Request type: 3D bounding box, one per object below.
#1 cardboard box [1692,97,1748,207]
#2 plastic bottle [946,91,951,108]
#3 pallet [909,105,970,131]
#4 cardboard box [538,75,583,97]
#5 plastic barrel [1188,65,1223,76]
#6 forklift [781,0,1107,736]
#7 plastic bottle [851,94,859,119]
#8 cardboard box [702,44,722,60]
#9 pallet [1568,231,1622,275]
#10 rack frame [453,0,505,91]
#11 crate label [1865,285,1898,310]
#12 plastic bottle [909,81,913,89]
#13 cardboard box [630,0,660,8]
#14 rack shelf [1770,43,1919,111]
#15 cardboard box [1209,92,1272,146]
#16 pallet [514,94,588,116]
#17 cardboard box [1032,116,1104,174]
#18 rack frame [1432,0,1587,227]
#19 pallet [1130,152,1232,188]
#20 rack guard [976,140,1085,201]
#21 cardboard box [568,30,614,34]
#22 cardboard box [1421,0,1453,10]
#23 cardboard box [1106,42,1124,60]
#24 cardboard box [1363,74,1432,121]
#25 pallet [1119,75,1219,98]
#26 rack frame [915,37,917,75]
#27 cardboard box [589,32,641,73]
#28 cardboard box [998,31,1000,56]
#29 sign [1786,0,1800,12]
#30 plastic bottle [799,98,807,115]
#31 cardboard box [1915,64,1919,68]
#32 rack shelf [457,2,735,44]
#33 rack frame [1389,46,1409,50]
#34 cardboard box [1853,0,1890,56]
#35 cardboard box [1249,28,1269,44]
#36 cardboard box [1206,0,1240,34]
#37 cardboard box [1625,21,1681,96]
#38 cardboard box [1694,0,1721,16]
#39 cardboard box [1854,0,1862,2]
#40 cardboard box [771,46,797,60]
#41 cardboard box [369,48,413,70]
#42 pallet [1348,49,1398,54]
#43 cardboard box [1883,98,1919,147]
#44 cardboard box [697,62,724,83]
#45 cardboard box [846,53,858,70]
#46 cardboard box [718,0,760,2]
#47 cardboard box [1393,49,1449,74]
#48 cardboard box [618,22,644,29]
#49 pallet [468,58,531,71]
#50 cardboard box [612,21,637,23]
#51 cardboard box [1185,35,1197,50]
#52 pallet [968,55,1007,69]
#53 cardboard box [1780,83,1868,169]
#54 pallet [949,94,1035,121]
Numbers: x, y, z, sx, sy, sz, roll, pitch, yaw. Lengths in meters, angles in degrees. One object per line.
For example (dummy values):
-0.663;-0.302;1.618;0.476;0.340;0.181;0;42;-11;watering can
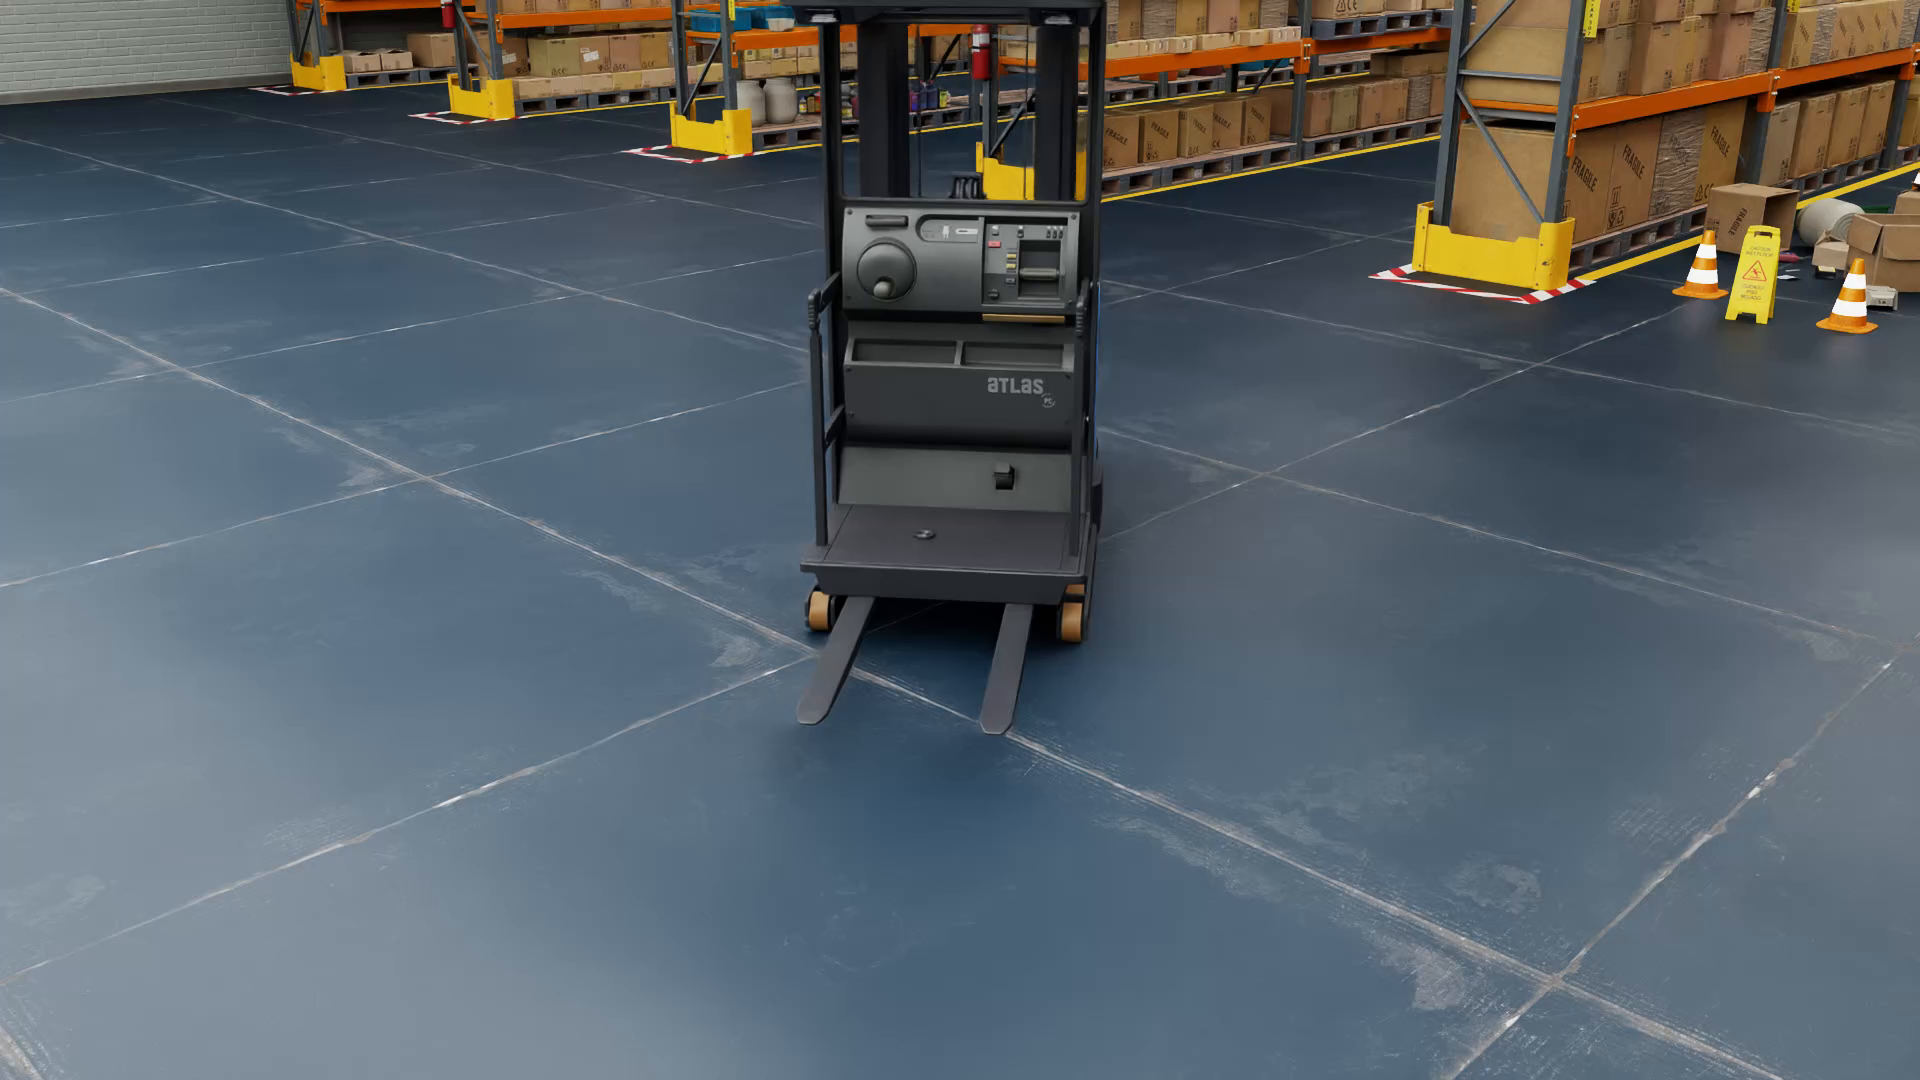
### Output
6.404;-3.536;14.969;0.875;0.875;0.875;-20;28;-41;cardboard box
-0.169;-5.711;21.538;0.097;0.201;0.097;0;21;0;plastic bottle
-0.637;-5.519;21.639;1.003;0.211;1.213;19;28;41;pallet
-5.596;-6.319;23.082;0.500;0.250;0.500;19;28;41;cardboard box
3.768;-7.502;25.687;0.600;0.588;0.708;19;28;41;plastic barrel
-0.021;-1.091;6.328;1.130;2.935;3.031;2;21;6;forklift
-1.270;-5.334;20.443;0.133;0.283;0.061;-20;28;-41;plastic bottle
-3.608;-7.574;25.564;0.500;0.311;0.500;19;28;41;cardboard box
4.604;-2.371;13.449;1.003;0.211;1.213;19;28;41;pallet
-6.476;-7.195;22.114;1.000;3.000;0.127;19;28;41;rack frame
6.567;-1.740;11.910;0.250;0.136;0.298;5;22;13;crate label
-0.675;-5.942;22.044;0.097;0.271;0.097;0;21;0;plastic bottle
-4.707;-7.889;23.780;0.500;0.500;0.700;-20;28;-41;cardboard box
8.288;-4.654;16.505;1.077;0.370;4.000;19;28;41;rack shelf
3.102;-4.680;18.467;0.500;0.500;0.500;18;28;39;cardboard box
-5.972;-6.101;23.153;1.003;0.211;1.213;19;28;41;pallet
1.067;-3.900;16.440;0.500;0.500;0.500;-14;25;-32;cardboard box
4.102;-3.448;12.363;1.000;3.000;0.127;19;28;41;rack frame
2.115;-3.945;17.544;1.003;0.211;1.213;19;28;41;pallet
0.672;-3.568;16.160;1.175;0.500;0.348;19;28;41;rack guard
-5.278;-7.059;23.961;0.500;0.500;0.500;19;28;41;cardboard box
5.534;-6.697;20.092;0.500;0.500;0.700;-15;26;-34;cardboard box
1.362;-4.731;16.053;0.380;0.149;0.250;19;28;41;cardboard box
5.369;-5.487;20.540;0.700;0.500;0.500;16;26;36;cardboard box
3.172;-6.922;25.291;1.003;0.211;1.213;19;28;41;pallet
-0.895;-9.252;27.464;1.000;3.000;0.127;19;28;41;rack frame
-4.894;-6.925;23.612;0.500;0.500;0.500;19;28;41;cardboard box
0.342;-8.599;28.638;0.500;0.500;0.500;19;28;40;cardboard box
7.292;-4.778;14.508;0.100;0.325;0.005;19;28;41;sign
-1.962;-5.436;20.823;0.097;0.201;0.097;0;21;0;plastic bottle
11.046;-5.254;18.917;0.500;0.250;0.500;20;28;41;cardboard box
-5.081;-7.374;23.580;1.077;0.370;4.000;19;28;41;rack shelf
8.232;-10.067;29.586;1.000;3.000;0.127;19;28;41;rack frame
8.864;-5.111;16.553;0.500;0.500;0.500;19;28;40;cardboard box
3.072;-5.386;17.756;0.380;0.149;0.250;19;28;41;cardboard box
2.401;-5.555;17.292;0.875;0.500;0.500;19;28;41;cardboard box
5.178;-3.884;13.289;0.875;0.550;0.550;19;28;41;cardboard box
5.835;-4.689;13.878;0.875;0.550;0.550;19;28;41;cardboard box
8.655;-5.642;16.539;0.700;0.500;0.500;19;28;40;cardboard box
-2.866;-7.569;25.552;0.500;0.311;0.500;19;28;40;cardboard box
-9.083;-7.686;26.526;0.500;0.311;0.500;-17;27;-38;cardboard box
7.629;-8.564;29.560;1.003;0.211;1.213;19;28;41;pallet
10.360;-4.651;18.394;0.500;0.500;0.500;18;27;38;cardboard box
-3.852;-6.962;24.754;0.500;0.250;0.500;19;28;41;cardboard box
-1.797;-7.706;26.690;0.500;0.250;0.500;-19;28;-41;cardboard box
-3.373;-8.291;25.173;0.500;0.250;0.500;-18;27;-39;cardboard box
5.754;-5.980;20.778;0.500;0.250;0.500;-19;28;-40;cardboard box
-6.026;-8.961;29.578;0.700;0.500;0.500;20;28;41;cardboard box
-7.680;-7.979;28.040;1.003;0.211;1.213;19;28;41;pallet
-6.071;-9.293;29.397;0.500;0.250;0.500;18;28;39;cardboard box
2.184;-5.070;16.935;0.380;0.149;0.250;19;28;41;cardboard box
0.504;-8.445;29.251;1.003;0.211;1.213;19;28;41;pallet
8.587;-4.290;17.106;0.750;0.750;1.050;-20;28;-41;cardboard box
0.381;-5.893;22.612;1.003;0.211;1.213;19;28;41;pallet
